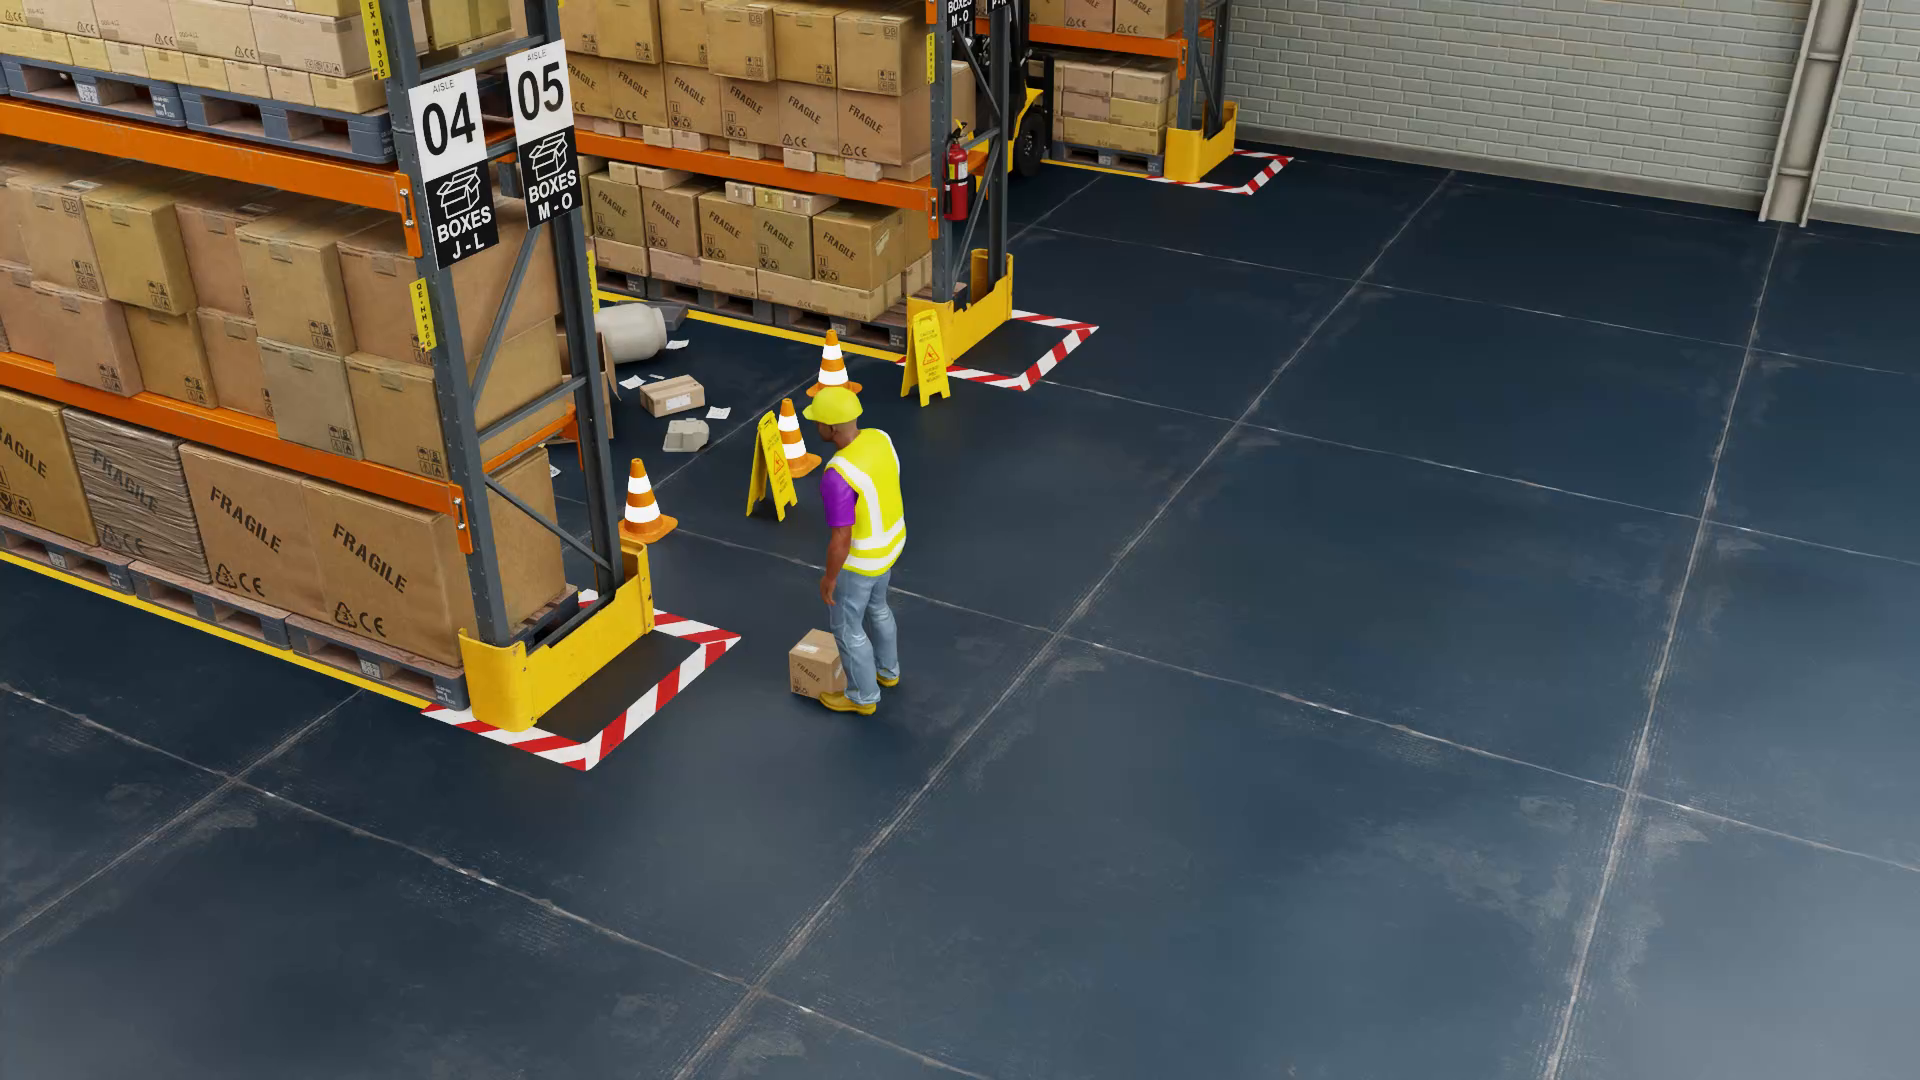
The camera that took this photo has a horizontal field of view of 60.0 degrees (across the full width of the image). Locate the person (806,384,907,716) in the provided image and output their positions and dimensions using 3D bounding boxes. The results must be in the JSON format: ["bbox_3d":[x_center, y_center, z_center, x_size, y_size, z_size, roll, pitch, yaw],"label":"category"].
[{"bbox_3d":[-0.508,0.042,8.200,0.456,1.761,0.627,15,33,24],"label":"person"}]
